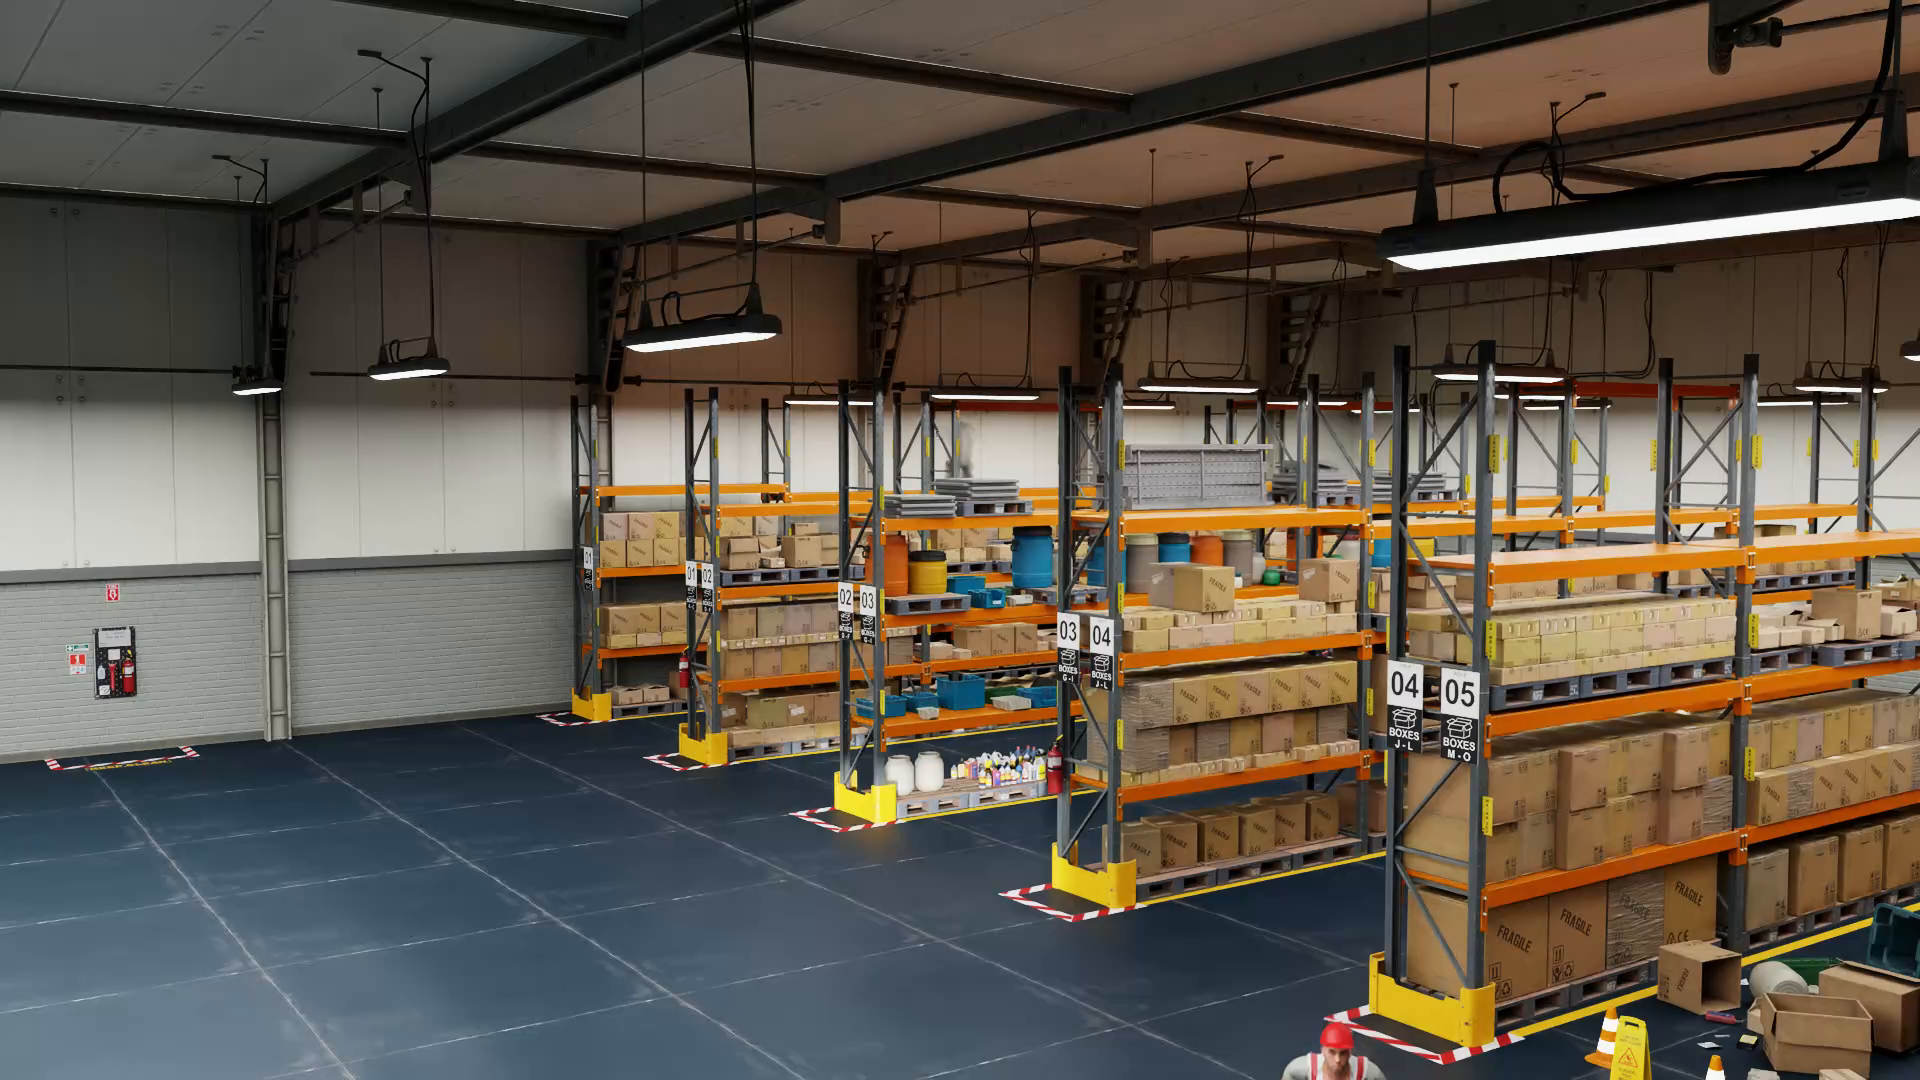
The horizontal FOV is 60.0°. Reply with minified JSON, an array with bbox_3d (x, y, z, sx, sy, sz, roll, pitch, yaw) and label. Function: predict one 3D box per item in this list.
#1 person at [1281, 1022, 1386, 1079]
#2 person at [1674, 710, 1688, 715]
[{"bbox_3d":[2.290,3.714,10.188,0.655,1.716,0.841,0,3,7],"label":"person"},{"bbox_3d":[9.214,3.028,21.104,0.678,1.756,0.685,-2,4,-30],"label":"person"}]
